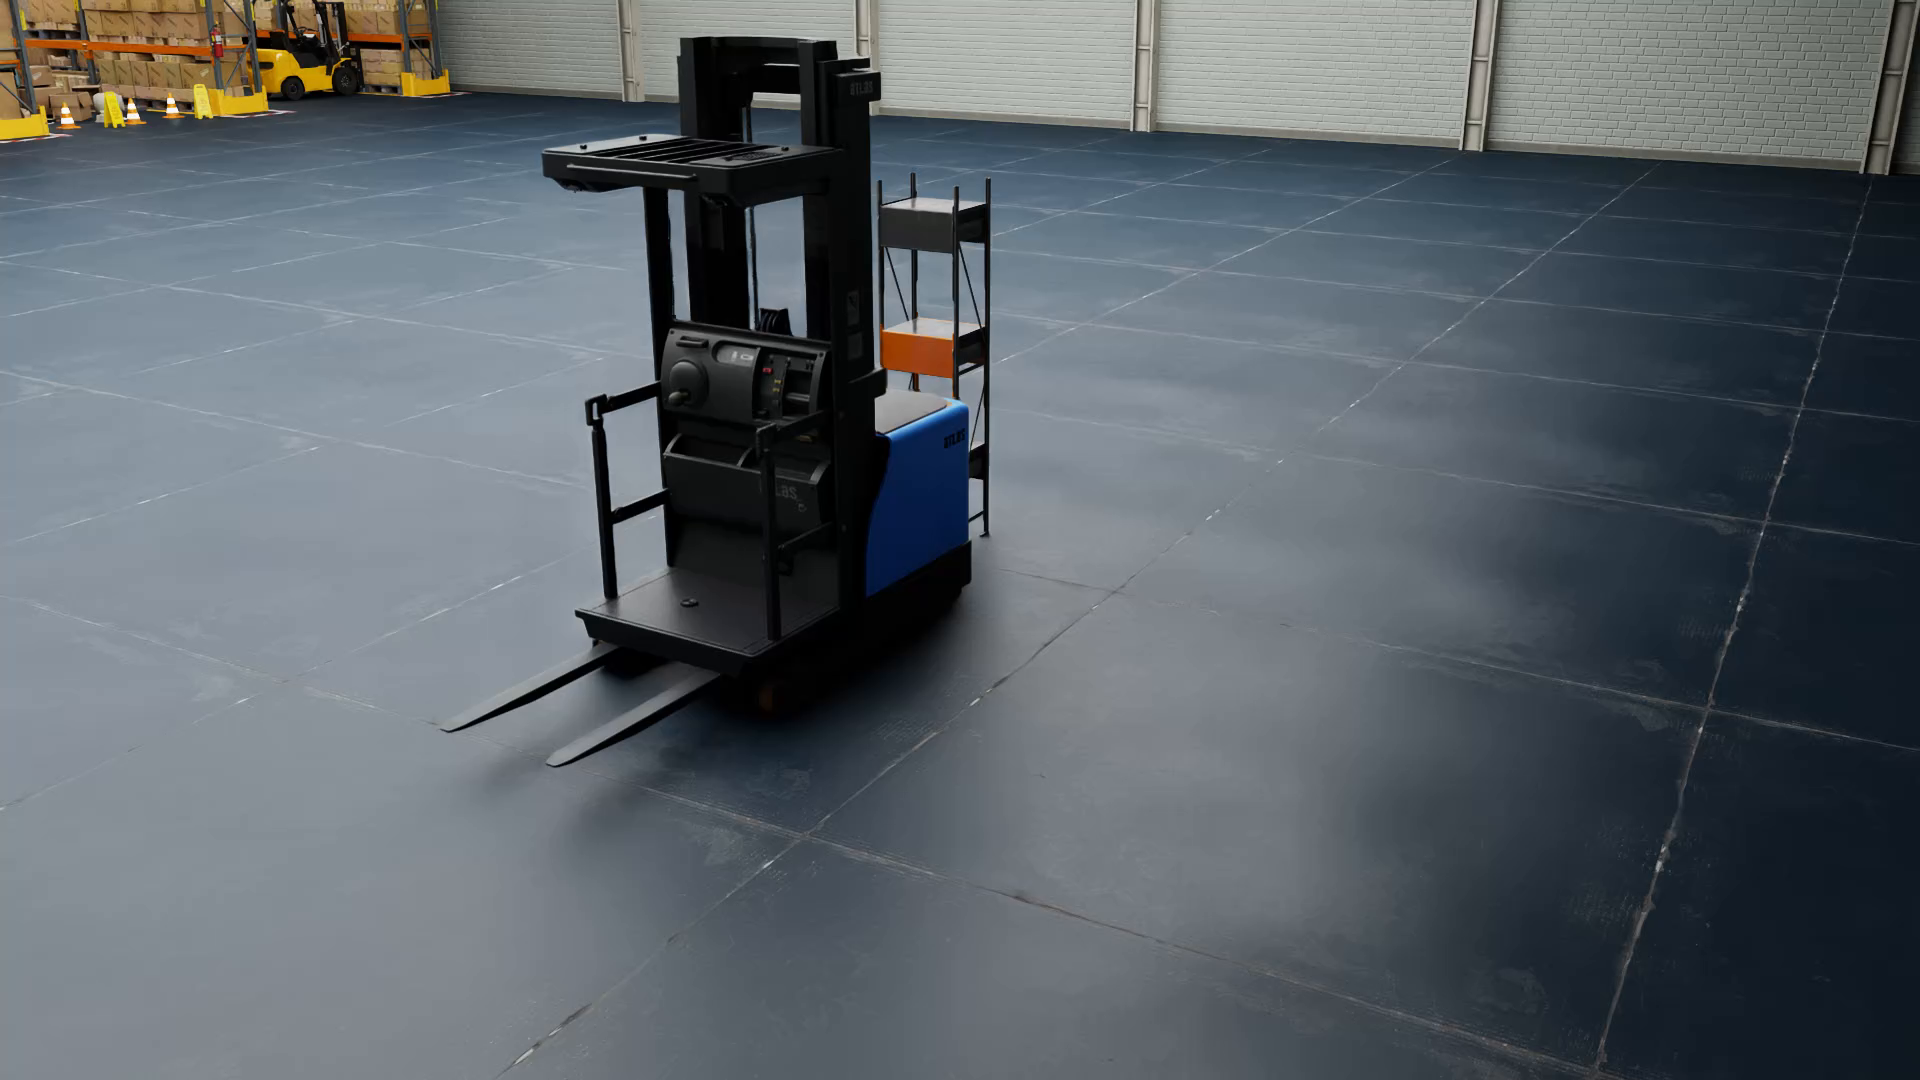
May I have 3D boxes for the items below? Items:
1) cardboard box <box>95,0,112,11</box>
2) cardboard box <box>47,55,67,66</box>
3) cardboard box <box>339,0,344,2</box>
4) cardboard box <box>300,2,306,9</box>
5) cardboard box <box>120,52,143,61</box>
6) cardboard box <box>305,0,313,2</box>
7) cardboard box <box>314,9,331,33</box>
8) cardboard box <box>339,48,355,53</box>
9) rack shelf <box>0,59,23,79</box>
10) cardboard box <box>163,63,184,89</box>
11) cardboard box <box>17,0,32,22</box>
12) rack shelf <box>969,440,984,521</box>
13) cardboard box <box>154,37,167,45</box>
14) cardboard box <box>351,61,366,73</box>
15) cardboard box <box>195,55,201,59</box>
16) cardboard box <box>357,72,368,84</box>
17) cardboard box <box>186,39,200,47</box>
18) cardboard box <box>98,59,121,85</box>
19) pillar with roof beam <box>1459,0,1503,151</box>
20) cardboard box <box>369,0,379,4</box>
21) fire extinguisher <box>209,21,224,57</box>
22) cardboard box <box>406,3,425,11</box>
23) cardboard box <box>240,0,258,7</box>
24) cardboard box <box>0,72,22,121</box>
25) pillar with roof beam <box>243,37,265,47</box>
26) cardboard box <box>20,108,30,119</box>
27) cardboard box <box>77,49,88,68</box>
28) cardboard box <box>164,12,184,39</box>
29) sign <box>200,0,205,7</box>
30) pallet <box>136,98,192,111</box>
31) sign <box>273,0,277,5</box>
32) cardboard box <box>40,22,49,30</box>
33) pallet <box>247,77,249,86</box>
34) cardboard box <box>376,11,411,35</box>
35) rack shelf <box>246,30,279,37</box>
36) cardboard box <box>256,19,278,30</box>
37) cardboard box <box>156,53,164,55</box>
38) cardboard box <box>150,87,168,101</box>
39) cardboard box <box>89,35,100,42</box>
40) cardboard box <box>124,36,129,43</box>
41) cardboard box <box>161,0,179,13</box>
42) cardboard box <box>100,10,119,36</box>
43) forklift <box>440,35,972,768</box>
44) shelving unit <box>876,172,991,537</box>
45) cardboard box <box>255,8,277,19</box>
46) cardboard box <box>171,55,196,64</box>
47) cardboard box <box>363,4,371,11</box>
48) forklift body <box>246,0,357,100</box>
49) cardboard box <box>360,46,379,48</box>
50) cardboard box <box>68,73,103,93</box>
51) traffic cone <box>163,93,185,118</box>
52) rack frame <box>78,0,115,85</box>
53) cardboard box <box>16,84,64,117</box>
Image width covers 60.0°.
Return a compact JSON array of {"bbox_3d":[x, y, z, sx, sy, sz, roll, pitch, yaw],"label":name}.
[{"bbox_3d":[-17.361,-11.193,34.274,0.500,0.500,0.700,11,23,28],"label":"cardboard box"},{"bbox_3d":[-23.582,-12.551,43.459,0.258,0.266,0.396,12,23,29],"label":"cardboard box"},{"bbox_3d":[-13.922,-12.320,37.896,0.250,0.149,0.380,11,23,28],"label":"cardboard box"},{"bbox_3d":[-15.039,-12.387,38.515,0.250,0.149,0.380,11,23,27],"label":"cardboard box"},{"bbox_3d":[-17.161,-10.025,34.470,0.250,0.149,0.380,12,23,29],"label":"cardboard box"},{"bbox_3d":[-14.849,-12.464,38.293,0.250,0.149,0.380,11,23,28],"label":"cardboard box"},{"bbox_3d":[-14.491,-11.973,38.328,0.500,0.500,0.500,11,22,27],"label":"cardboard box"},{"bbox_3d":[-14.051,-11.188,38.258,0.500,0.250,0.500,10,22,26],"label":"cardboard box"},{"bbox_3d":[-18.654,-8.604,30.241,4.000,0.370,1.077,11,23,27],"label":"rack shelf"},{"bbox_3d":[-15.866,-9.499,33.969,0.500,0.500,0.500,12,23,29],"label":"cardboard box"},{"bbox_3d":[-19.928,-11.415,35.735,0.500,0.500,0.500,10,22,25],"label":"cardboard box"},{"bbox_3d":[-0.145,-0.344,9.826,0.480,0.518,0.431,11,23,27],"label":"rack shelf"},{"bbox_3d":[-16.164,-10.172,33.877,0.250,0.149,0.380,11,22,27],"label":"cardboard box"},{"bbox_3d":[-13.636,-10.872,38.122,0.500,0.250,0.500,10,22,26],"label":"cardboard box"},{"bbox_3d":[-18.611,-11.882,41.089,0.625,0.625,0.875,12,23,29],"label":"cardboard box"},{"bbox_3d":[-13.591,-10.639,38.211,0.500,0.250,0.500,11,23,28],"label":"cardboard box"},{"bbox_3d":[-15.288,-9.990,33.374,0.250,0.149,0.380,10,22,27],"label":"cardboard box"},{"bbox_3d":[-17.691,-9.844,34.921,0.500,0.500,0.500,12,23,30],"label":"cardboard box"},{"bbox_3d":[6.520,-9.510,22.885,0.400,9.000,9.100,11,23,27],"label":"pillar with roof beam"},{"bbox_3d":[-13.052,-12.134,37.383,0.250,0.149,0.380,11,23,28],"label":"cardboard box"},{"bbox_3d":[-14.707,-9.907,32.892,0.183,0.674,0.296,11,23,27],"label":"fire extinguisher"},{"bbox_3d":[-12.334,-12.064,37.626,0.250,0.149,0.380,10,22,26],"label":"cardboard box"},{"bbox_3d":[-16.780,-12.684,39.336,0.250,0.149,0.380,10,22,26],"label":"cardboard box"},{"bbox_3d":[-17.532,-7.901,29.748,0.875,0.875,0.875,11,23,28],"label":"cardboard box"},{"bbox_3d":[-19.670,-14.499,36.639,0.400,9.000,9.100,11,23,27],"label":"pillar with roof beam"},{"bbox_3d":[-18.001,-8.252,32.225,0.258,0.266,0.396,16,25,36],"label":"cardboard box"},{"bbox_3d":[-22.328,-12.449,42.835,0.500,0.500,0.500,12,23,30],"label":"cardboard box"},{"bbox_3d":[-15.625,-10.380,33.498,0.500,0.500,0.500,11,23,27],"label":"cardboard box"},{"bbox_3d":[-14.870,-10.631,32.612,0.005,0.325,0.100,11,23,27],"label":"sign"},{"bbox_3d":[-16.401,-9.151,34.782,1.213,0.211,1.003,11,23,27],"label":"pallet"},{"bbox_3d":[-15.913,-12.587,38.585,0.005,0.325,0.100,11,23,27],"label":"sign"},{"bbox_3d":[-19.346,-10.971,35.462,0.250,0.149,0.380,11,23,28],"label":"cardboard box"},{"bbox_3d":[-16.319,-11.044,40.000,1.213,0.211,1.003,11,23,27],"label":"pallet"},{"bbox_3d":[-12.722,-11.629,37.378,0.500,0.500,0.500,10,22,26],"label":"cardboard box"},{"bbox_3d":[-17.403,-12.238,40.259,4.000,0.370,1.077,11,23,27],"label":"rack shelf"},{"bbox_3d":[-16.224,-12.179,39.261,0.500,0.250,0.500,11,23,29],"label":"cardboard box"},{"bbox_3d":[-19.623,-11.937,41.425,0.500,0.500,0.500,12,23,29],"label":"cardboard box"},{"bbox_3d":[-16.327,-9.233,34.336,0.500,0.250,0.500,10,22,25],"label":"cardboard box"},{"bbox_3d":[-17.956,-10.499,34.779,0.250,0.149,0.380,11,23,27],"label":"cardboard box"},{"bbox_3d":[-17.016,-10.351,34.370,0.250,0.149,0.380,11,23,27],"label":"cardboard box"},{"bbox_3d":[-15.573,-10.863,33.365,0.500,0.500,0.700,11,23,28],"label":"cardboard box"},{"bbox_3d":[-17.376,-10.719,34.434,0.500,0.500,0.500,11,23,27],"label":"cardboard box"},{"bbox_3d":[-1.131,-0.755,7.649,1.130,2.935,3.031,12,23,29],"label":"forklift"},{"bbox_3d":[-0.144,-1.015,9.583,0.503,2.100,0.431,11,23,27],"label":"shelving unit"},{"bbox_3d":[-16.210,-12.414,39.175,0.500,0.250,0.500,10,22,26],"label":"cardboard box"},{"bbox_3d":[-15.762,-9.759,33.735,0.250,0.149,0.380,12,23,29],"label":"cardboard box"},{"bbox_3d":[-13.249,-12.044,37.571,0.250,0.149,0.380,11,22,27],"label":"cardboard box"},{"bbox_3d":[-14.710,-10.952,36.902,1.214,2.155,2.313,11,23,27],"label":"forklift body"},{"bbox_3d":[-13.805,-11.345,38.692,0.500,0.250,0.500,10,22,26],"label":"cardboard box"},{"bbox_3d":[-18.533,-9.814,35.759,0.625,0.372,0.950,11,23,28],"label":"cardboard box"},{"bbox_3d":[-15.587,-8.595,32.881,0.334,0.463,0.336,11,23,27],"label":"traffic cone"},{"bbox_3d":[-18.074,-10.765,35.144,0.127,3.000,1.000,11,23,27],"label":"rack frame"},{"bbox_3d":[-18.171,-8.682,32.862,0.503,0.637,0.797,11,23,27],"label":"cardboard box"}]
